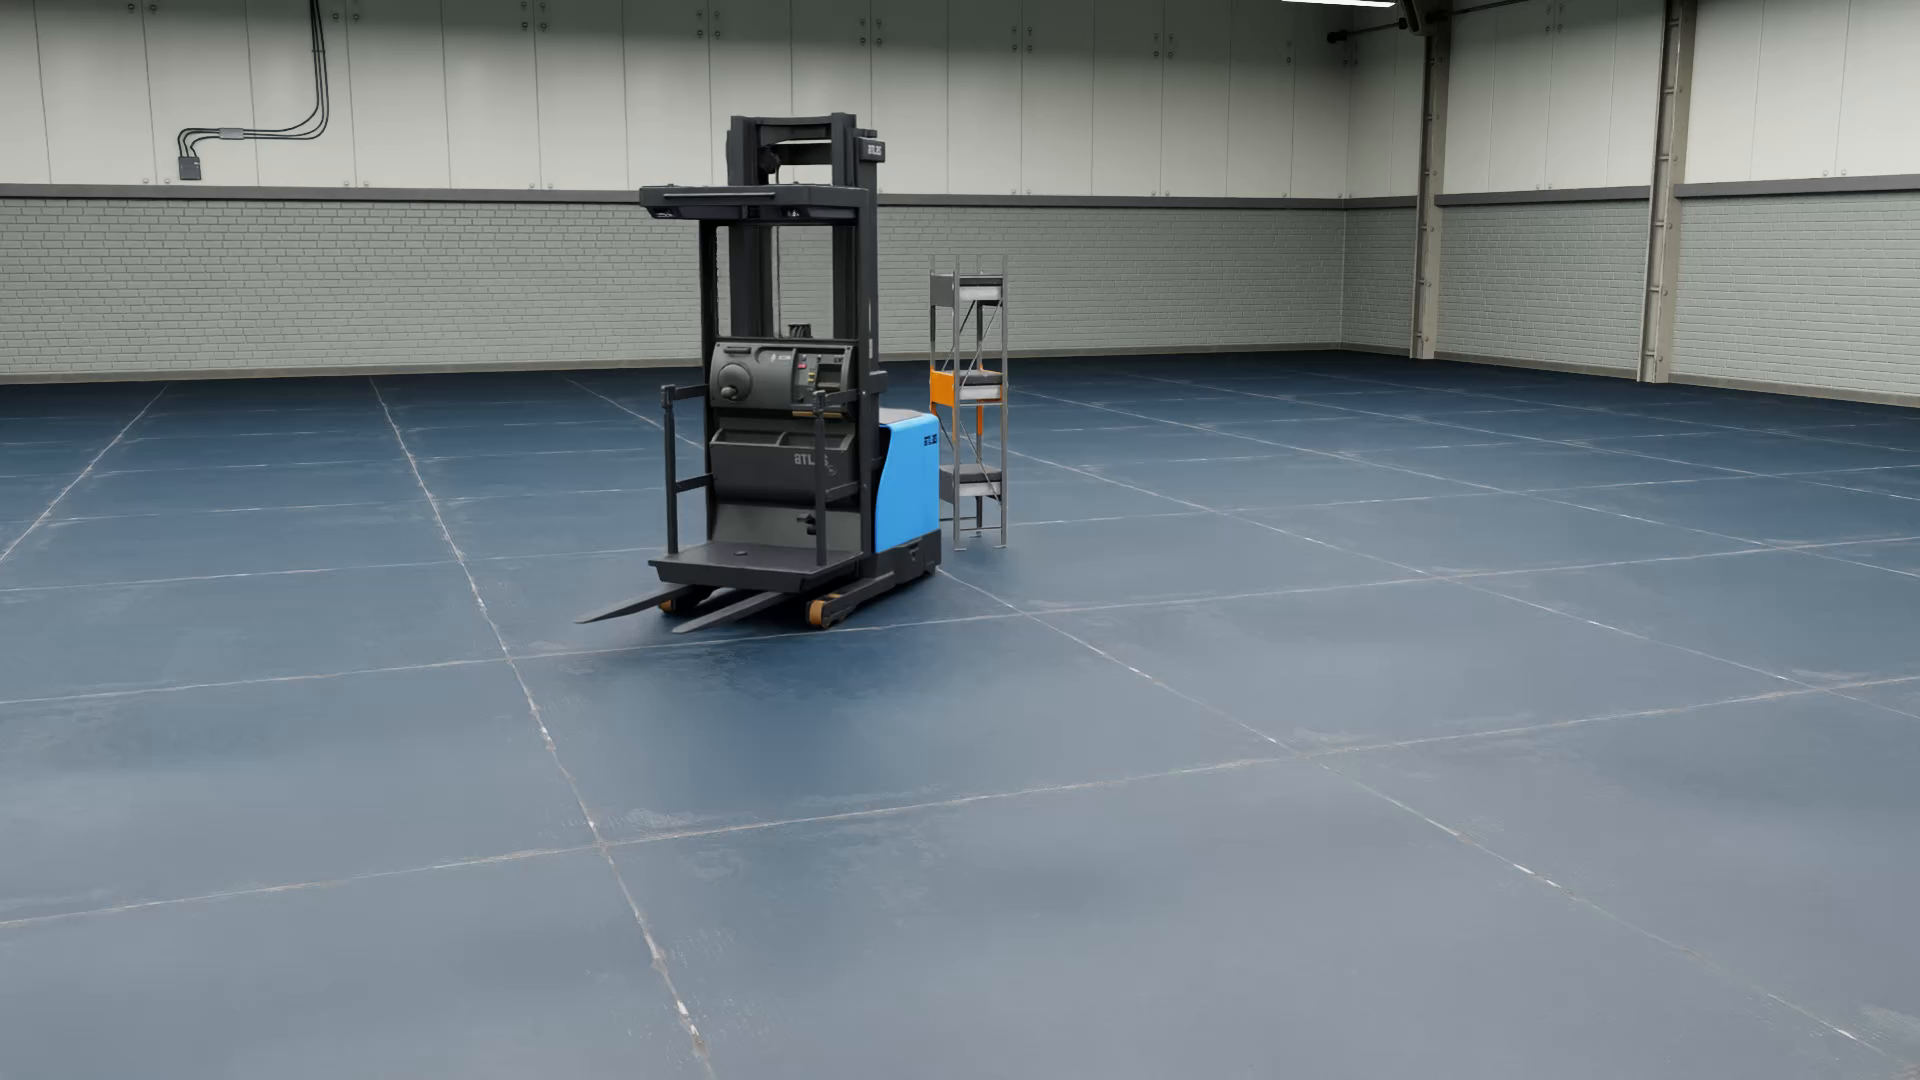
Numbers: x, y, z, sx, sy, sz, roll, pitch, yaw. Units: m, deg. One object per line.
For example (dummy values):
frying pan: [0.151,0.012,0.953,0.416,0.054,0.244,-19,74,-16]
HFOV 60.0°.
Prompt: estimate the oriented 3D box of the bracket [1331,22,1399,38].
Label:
bracket: [7.832,-10.060,33.003,0.076,0.066,3.189,-4,11,-21]

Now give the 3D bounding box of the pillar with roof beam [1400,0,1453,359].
pillar with roof beam: [4.946,-7.679,29.896,9.100,9.000,0.548,-4,11,-21]

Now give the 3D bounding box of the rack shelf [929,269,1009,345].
rack shelf: [0.060,-1.683,11.964,0.431,0.518,0.480,-4,11,-21]

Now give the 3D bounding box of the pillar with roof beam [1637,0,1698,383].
pillar with roof beam: [7.120,-6.700,24.390,9.100,9.000,0.400,-4,11,-21]

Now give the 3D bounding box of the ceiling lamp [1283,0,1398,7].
ceiling lamp: [5.735,-9.881,25.605,2.000,3.185,0.800,-4,11,-21]

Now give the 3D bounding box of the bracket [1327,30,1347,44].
bracket: [7.618,-10.157,33.545,0.235,0.232,0.430,-4,11,-21]

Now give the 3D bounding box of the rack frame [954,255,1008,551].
rack frame: [0.148,-0.967,11.860,0.400,2.100,0.015,-4,11,-21]

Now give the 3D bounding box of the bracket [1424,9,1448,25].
bracket: [8.778,-9.634,30.609,0.235,0.232,0.430,-4,11,-21]

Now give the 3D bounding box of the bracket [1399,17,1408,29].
bracket: [8.477,-9.770,31.371,0.235,0.232,0.430,-4,11,-21]

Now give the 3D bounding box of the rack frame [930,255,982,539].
rack frame: [-0.028,-1.047,12.308,0.400,2.100,0.015,-4,11,-21]

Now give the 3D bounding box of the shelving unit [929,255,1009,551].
shelving unit: [0.060,-1.007,12.084,0.431,2.100,0.503,-4,11,-21]

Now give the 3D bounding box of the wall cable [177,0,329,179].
wall cable: [-11.382,-8.792,26.443,2.305,6.003,0.169,-4,11,-21]

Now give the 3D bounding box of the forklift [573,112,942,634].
forklift: [-1.153,-1.018,9.771,1.130,2.935,3.031,4,11,22]

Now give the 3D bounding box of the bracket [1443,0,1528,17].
bracket: [9.711,-9.214,28.245,0.076,0.066,4.783,-4,11,-21]

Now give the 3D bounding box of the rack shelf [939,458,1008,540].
rack shelf: [0.060,-0.304,12.209,0.431,0.518,0.480,-4,11,-21]

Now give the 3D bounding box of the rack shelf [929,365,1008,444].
rack shelf: [0.060,-0.993,12.087,0.431,0.518,0.480,-4,11,-21]
